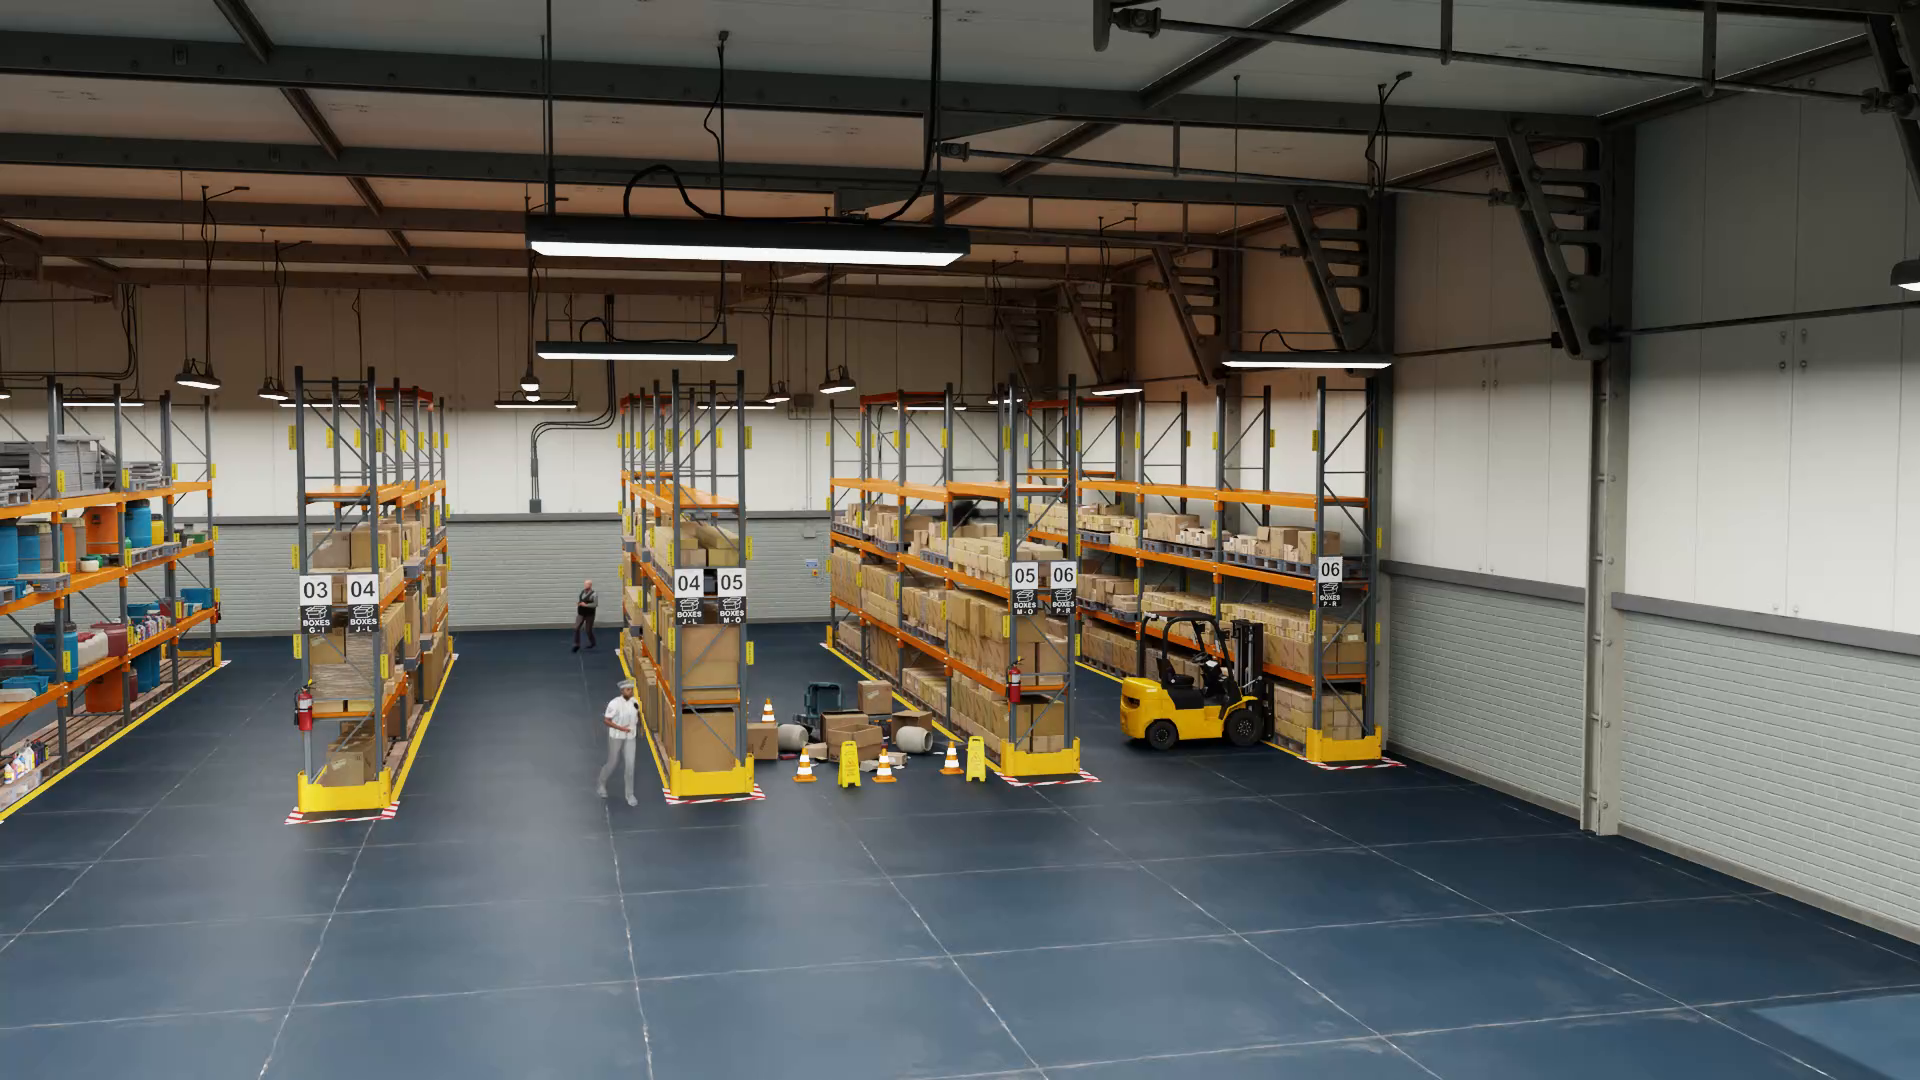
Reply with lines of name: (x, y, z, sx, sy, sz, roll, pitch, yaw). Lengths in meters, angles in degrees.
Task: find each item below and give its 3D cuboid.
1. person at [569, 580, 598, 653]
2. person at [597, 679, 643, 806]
person: (-8.782, 1.814, 39.383, 0.678, 1.754, 0.772, 2, 4, 26)
person: (-4.668, 2.772, 23.122, 0.623, 1.714, 0.848, -3, 4, -37)
